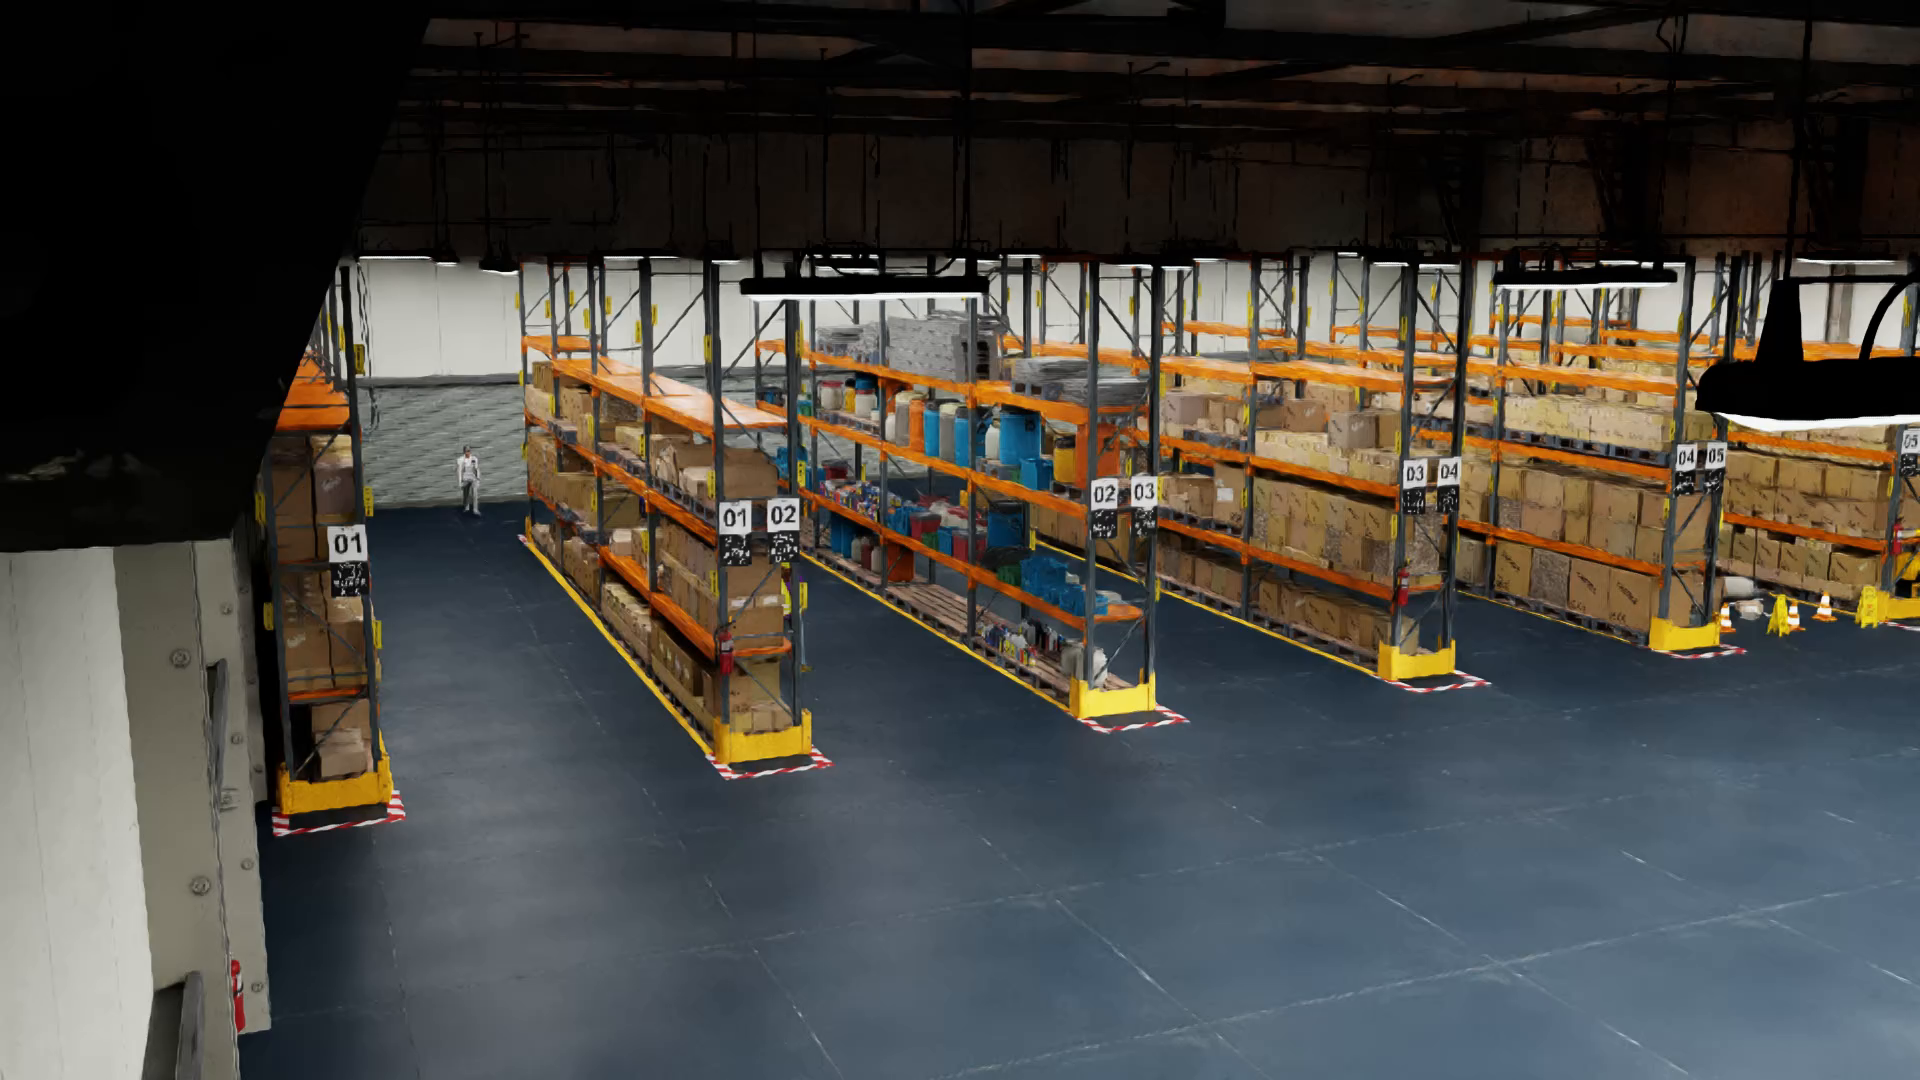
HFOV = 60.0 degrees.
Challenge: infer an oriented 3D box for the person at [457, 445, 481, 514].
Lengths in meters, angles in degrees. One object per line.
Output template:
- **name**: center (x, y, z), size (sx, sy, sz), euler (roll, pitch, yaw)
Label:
- **person**: center (-11.290, -1.405, 38.192), size (0.495, 1.589, 1.086), euler (-4, 11, -19)

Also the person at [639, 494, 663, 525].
- **person**: center (-6.102, -0.414, 32.823), size (0.461, 1.596, 0.999), euler (-5, 11, -23)

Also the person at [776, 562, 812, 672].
- **person**: center (-2.545, 1.064, 24.471), size (0.577, 1.691, 1.121), euler (-4, 11, -20)
